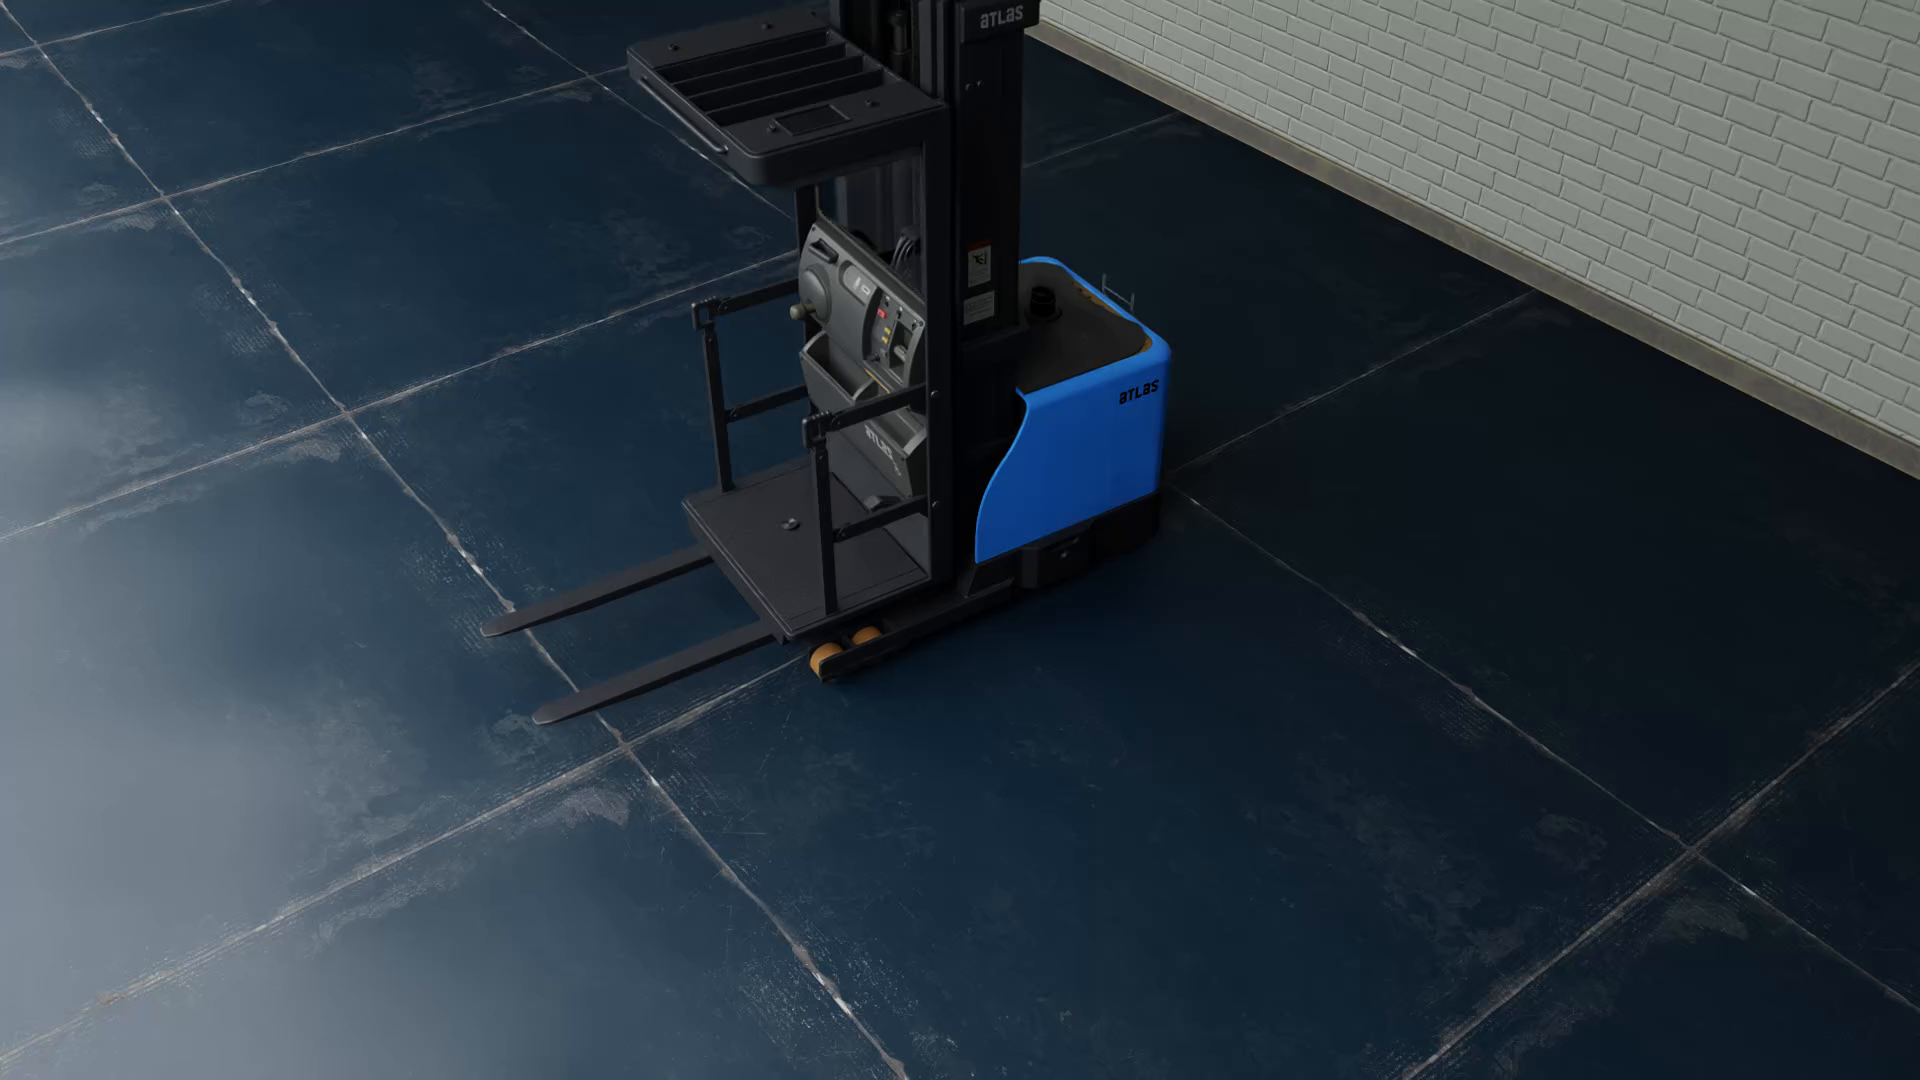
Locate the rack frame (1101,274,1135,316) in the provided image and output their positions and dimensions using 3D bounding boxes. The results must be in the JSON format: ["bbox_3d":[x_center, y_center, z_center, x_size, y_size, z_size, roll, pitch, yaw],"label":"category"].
[{"bbox_3d":[0.746,-0.870,8.235,0.006,0.900,0.240,-22,44,-28],"label":"rack frame"}]

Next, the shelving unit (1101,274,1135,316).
[{"bbox_3d":[0.662,-0.837,8.188,0.210,0.900,0.258,-22,44,-28],"label":"shelving unit"}]

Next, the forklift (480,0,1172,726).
[{"bbox_3d":[-0.581,-0.910,6.682,3.031,2.935,1.130,-22,44,-24],"label":"forklift"}]
